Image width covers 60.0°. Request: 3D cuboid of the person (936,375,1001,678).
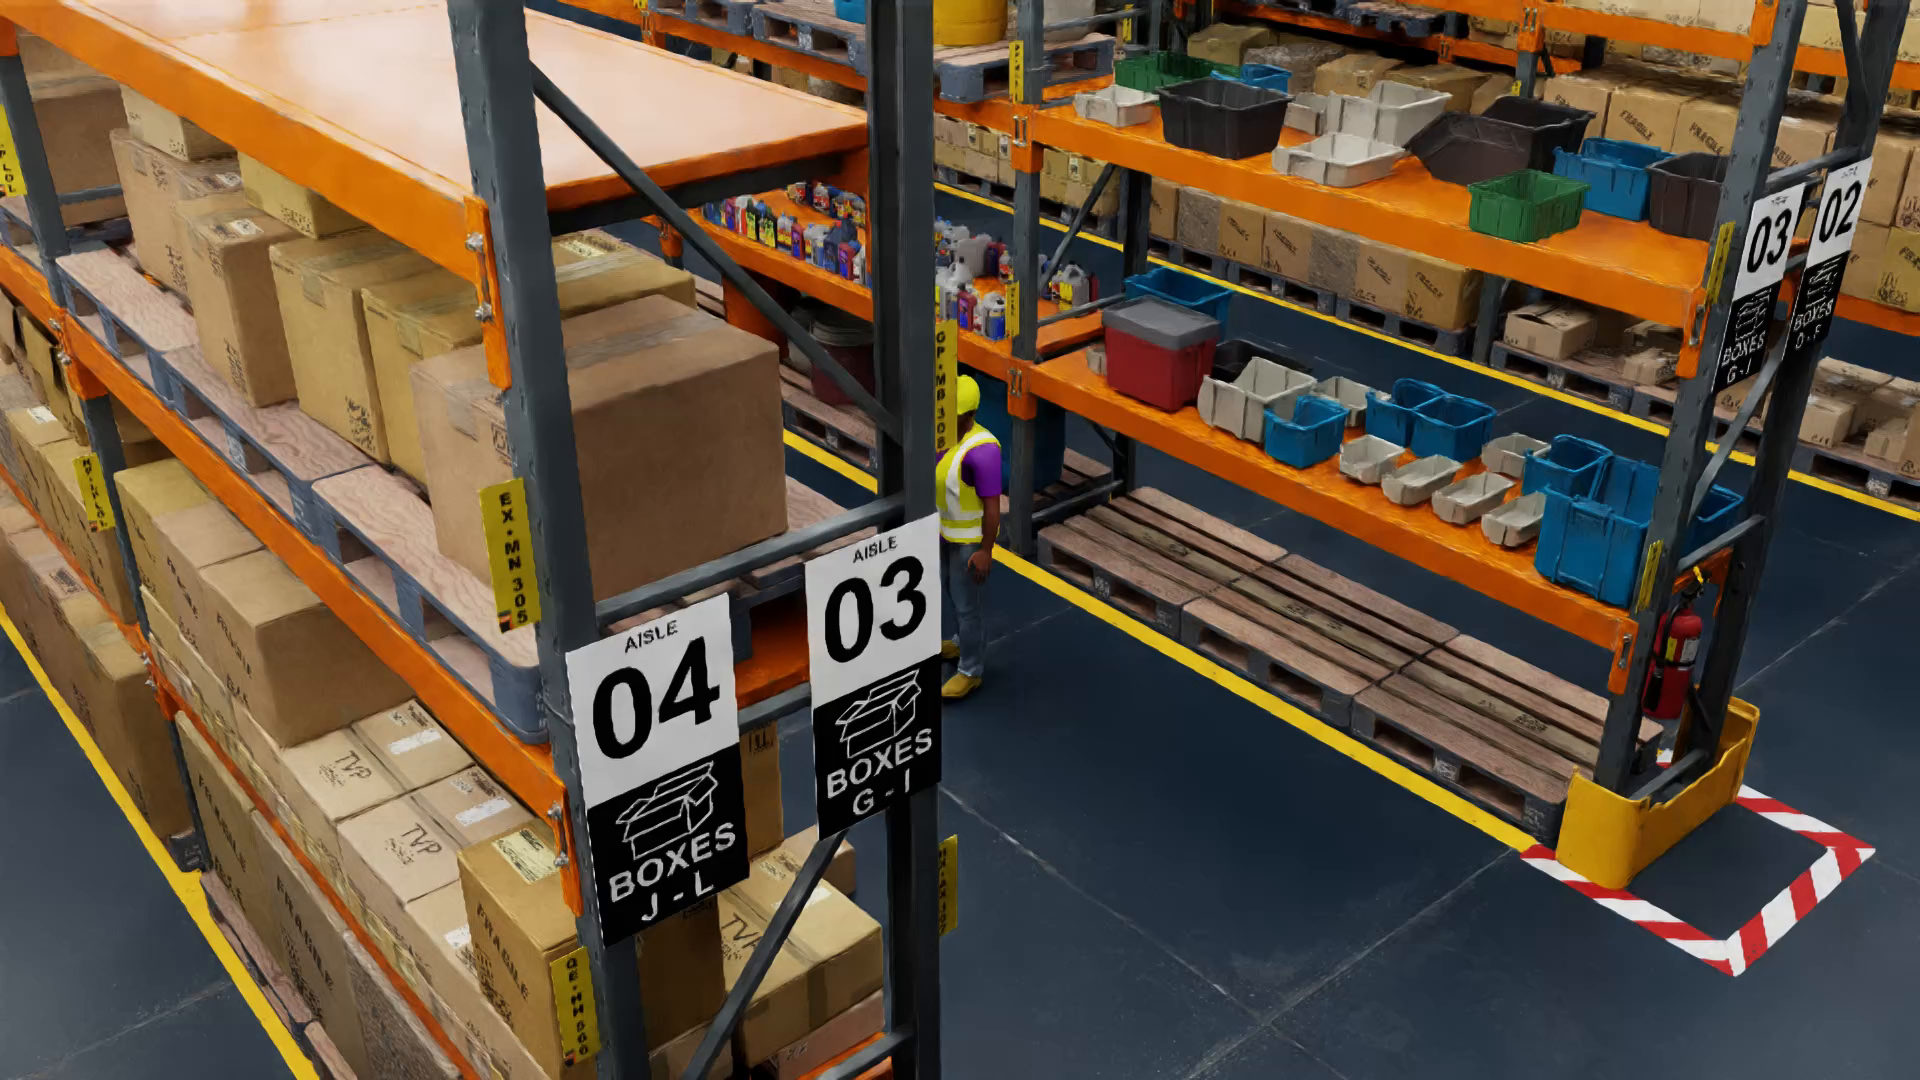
[{"bbox_3d":[0.015,-0.069,8.778,0.357,1.709,0.637,-13,31,-23],"label":"person"}]
